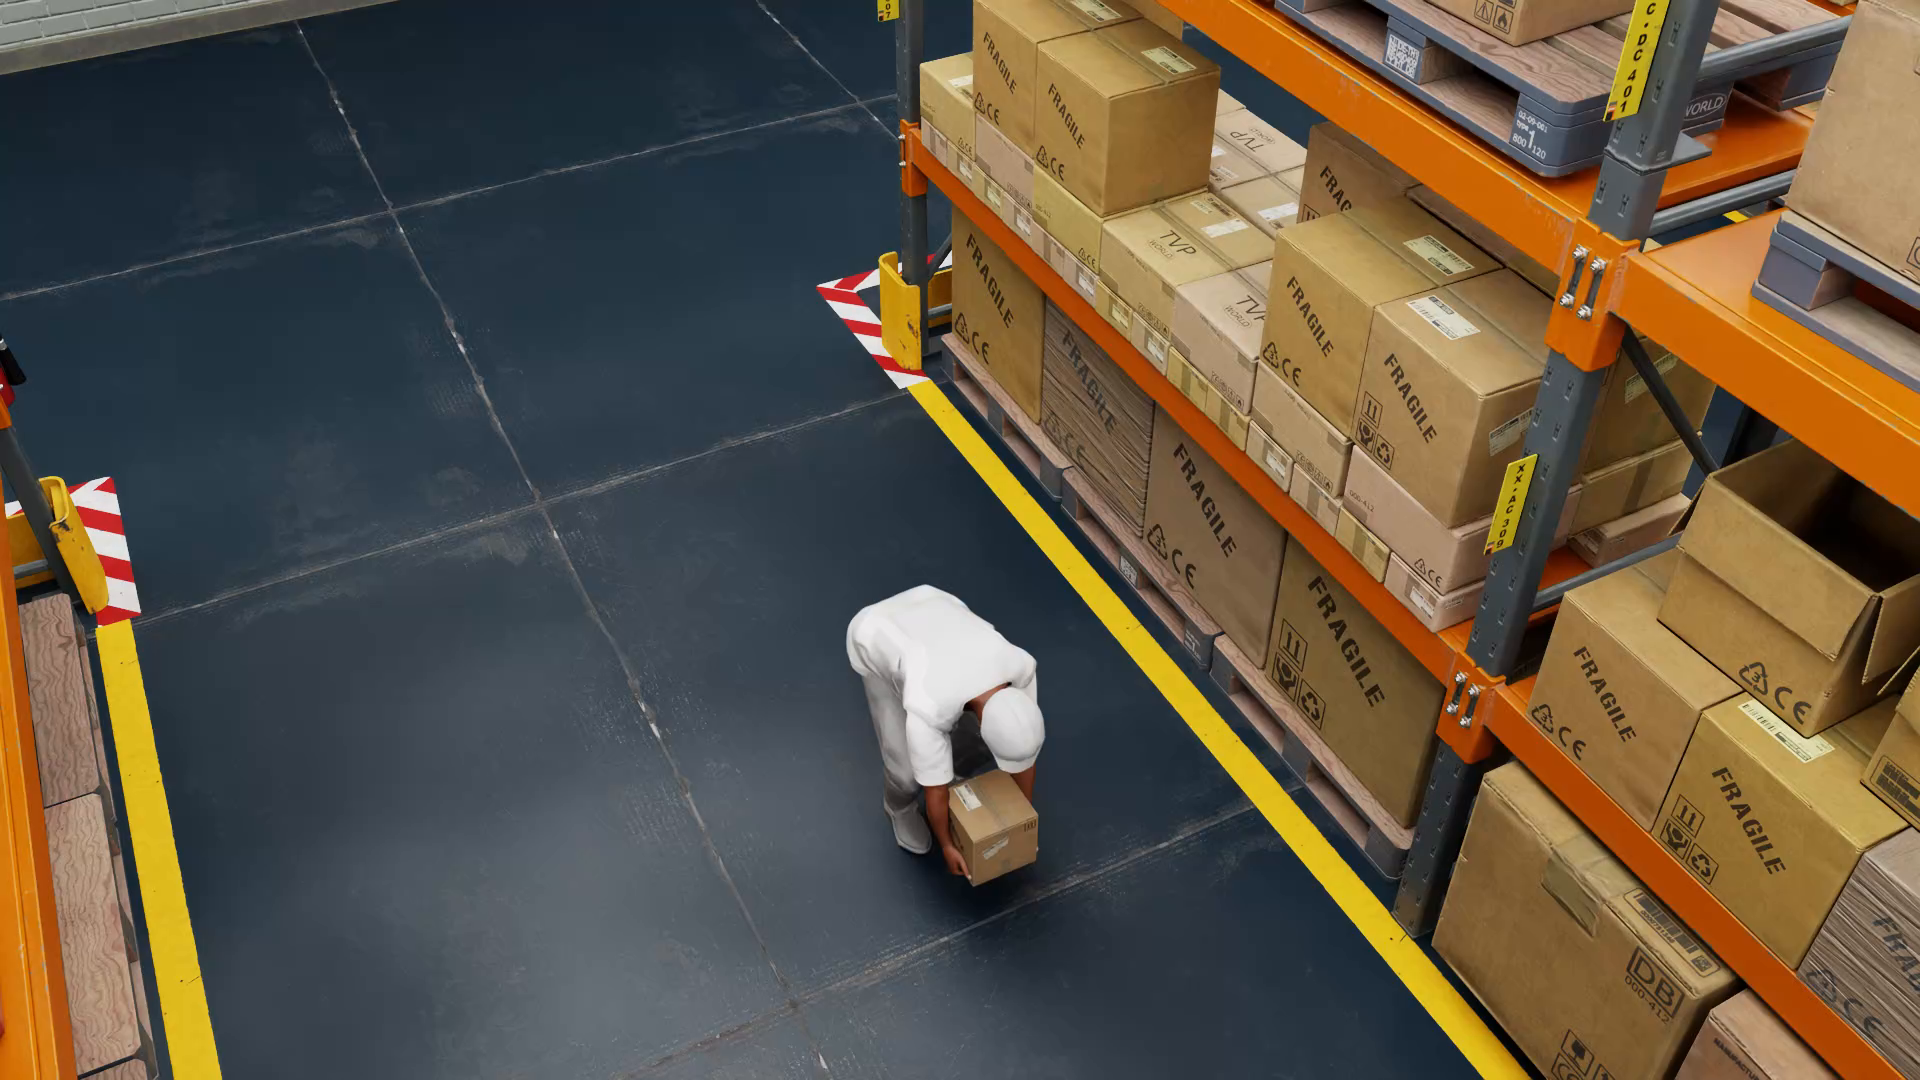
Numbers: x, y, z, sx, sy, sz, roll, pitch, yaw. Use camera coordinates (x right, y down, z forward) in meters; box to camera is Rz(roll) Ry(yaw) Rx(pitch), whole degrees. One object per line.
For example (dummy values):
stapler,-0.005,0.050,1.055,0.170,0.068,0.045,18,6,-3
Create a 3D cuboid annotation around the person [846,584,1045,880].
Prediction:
person,-0.016,0.704,5.849,0.508,1.085,0.966,-21,45,-22
